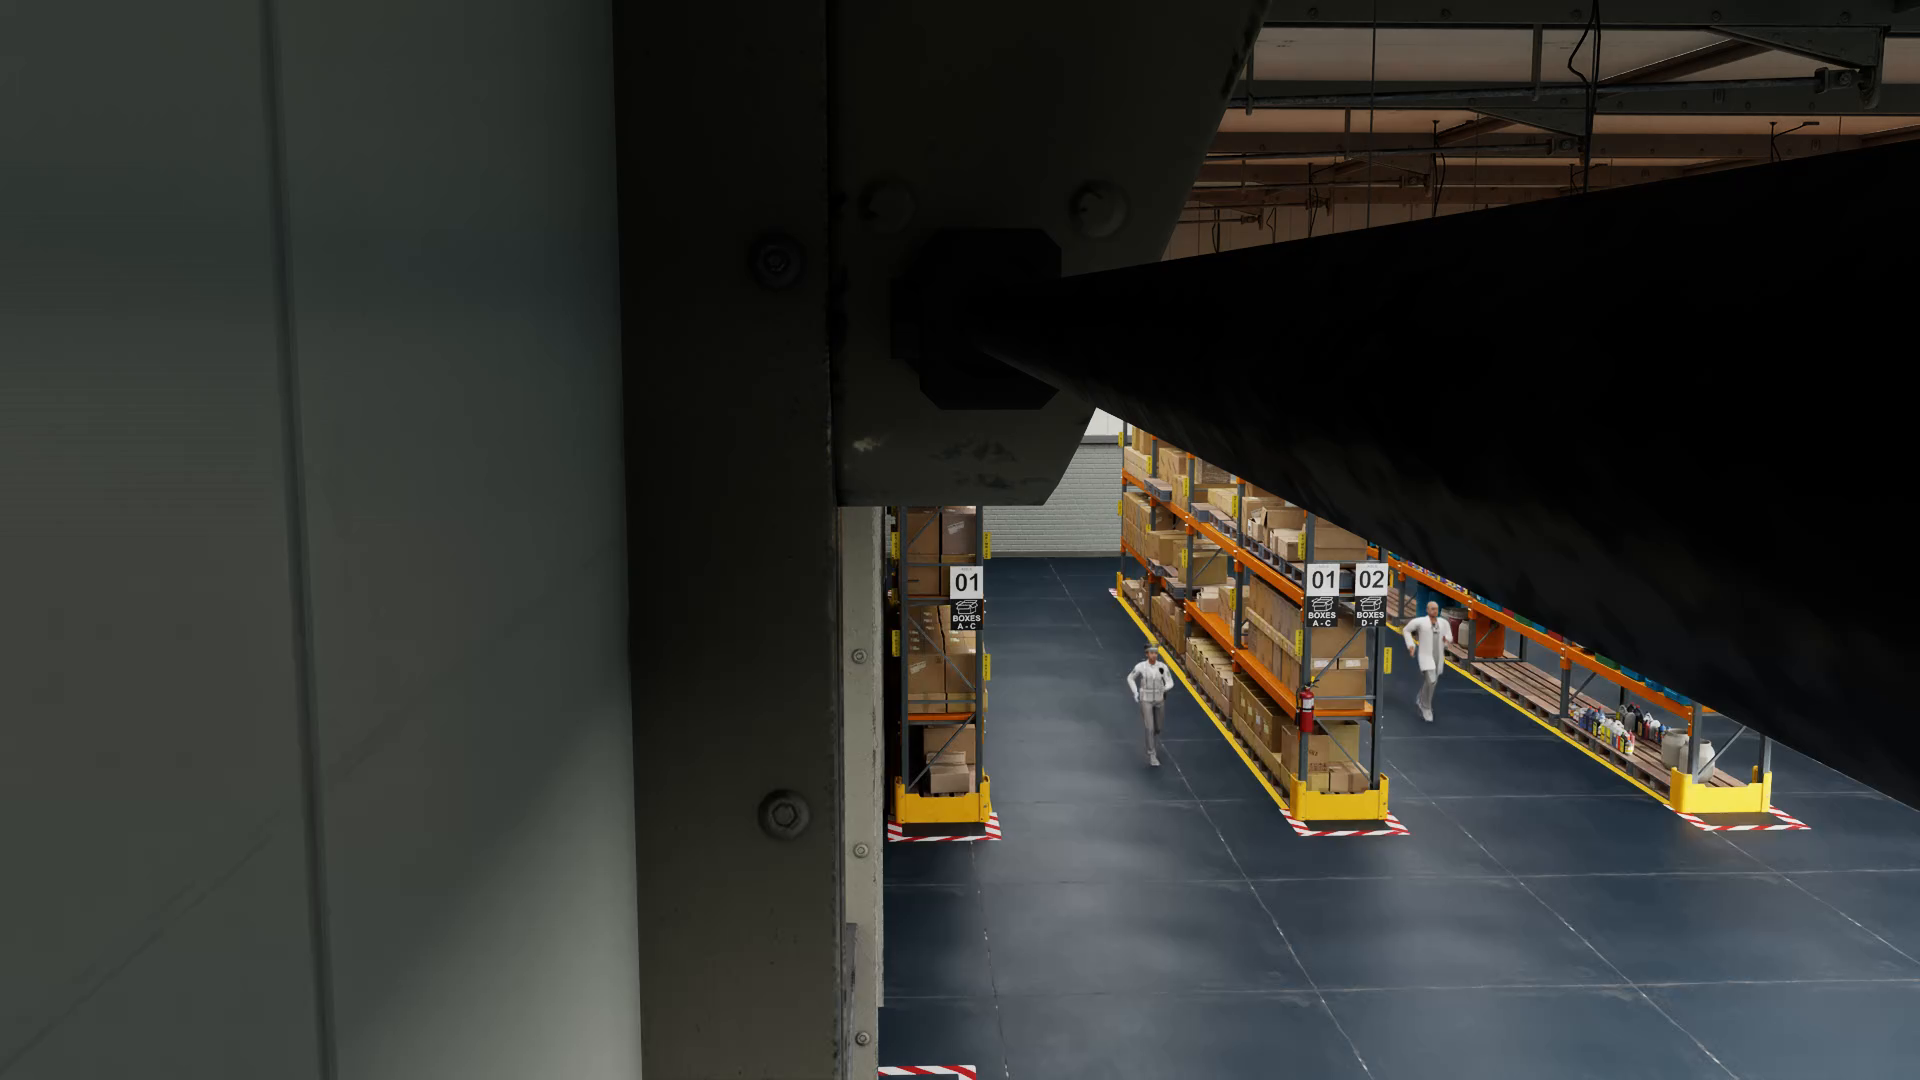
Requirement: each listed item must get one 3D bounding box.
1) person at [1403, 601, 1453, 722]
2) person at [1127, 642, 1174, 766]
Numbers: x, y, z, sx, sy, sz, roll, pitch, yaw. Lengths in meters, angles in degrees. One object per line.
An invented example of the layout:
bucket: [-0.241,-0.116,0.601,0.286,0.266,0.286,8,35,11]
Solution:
person: [7.257,1.956,25.688,0.668,1.645,0.825,-2,8,-16]
person: [2.672,2.238,23.205,0.624,1.656,0.836,-1,8,-8]
